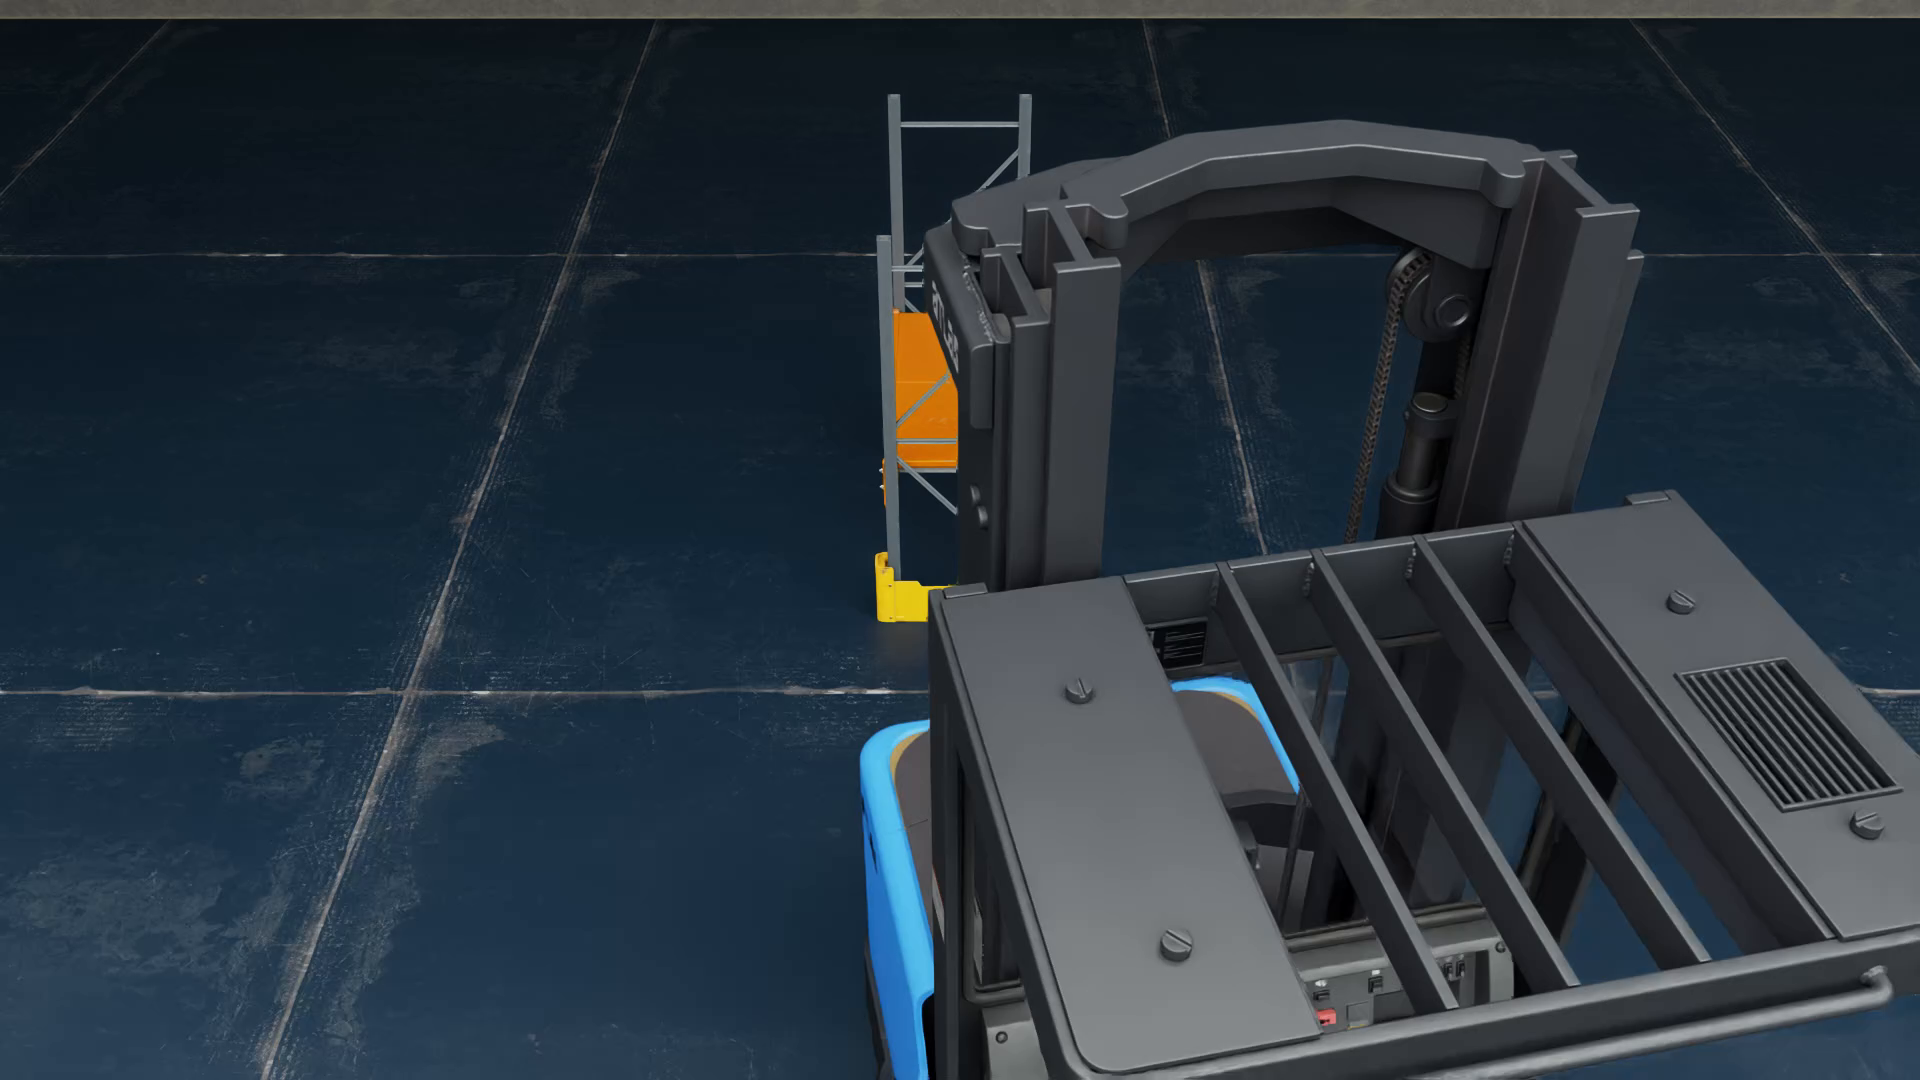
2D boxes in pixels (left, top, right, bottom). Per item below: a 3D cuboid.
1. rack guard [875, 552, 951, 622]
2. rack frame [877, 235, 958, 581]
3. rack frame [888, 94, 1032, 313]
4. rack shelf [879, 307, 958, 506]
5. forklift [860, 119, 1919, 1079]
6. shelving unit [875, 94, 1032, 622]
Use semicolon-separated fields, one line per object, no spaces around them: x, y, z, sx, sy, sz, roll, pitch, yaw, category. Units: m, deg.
0.000;0.166;5.843;0.587;0.250;0.087;0;39;0;rack guard
0.000;-0.321;5.451;0.500;1.500;0.032;0;39;0;rack frame
-0.001;-0.957;6.244;0.500;1.500;0.032;0;39;0;rack frame
0.000;-0.498;5.960;0.538;0.185;1.000;0;39;0;rack shelf
0.550;0.984;2.678;1.130;2.935;3.031;-7;39;-9;forklift
0.000;-0.633;5.840;0.587;1.500;1.083;0;39;0;shelving unit
